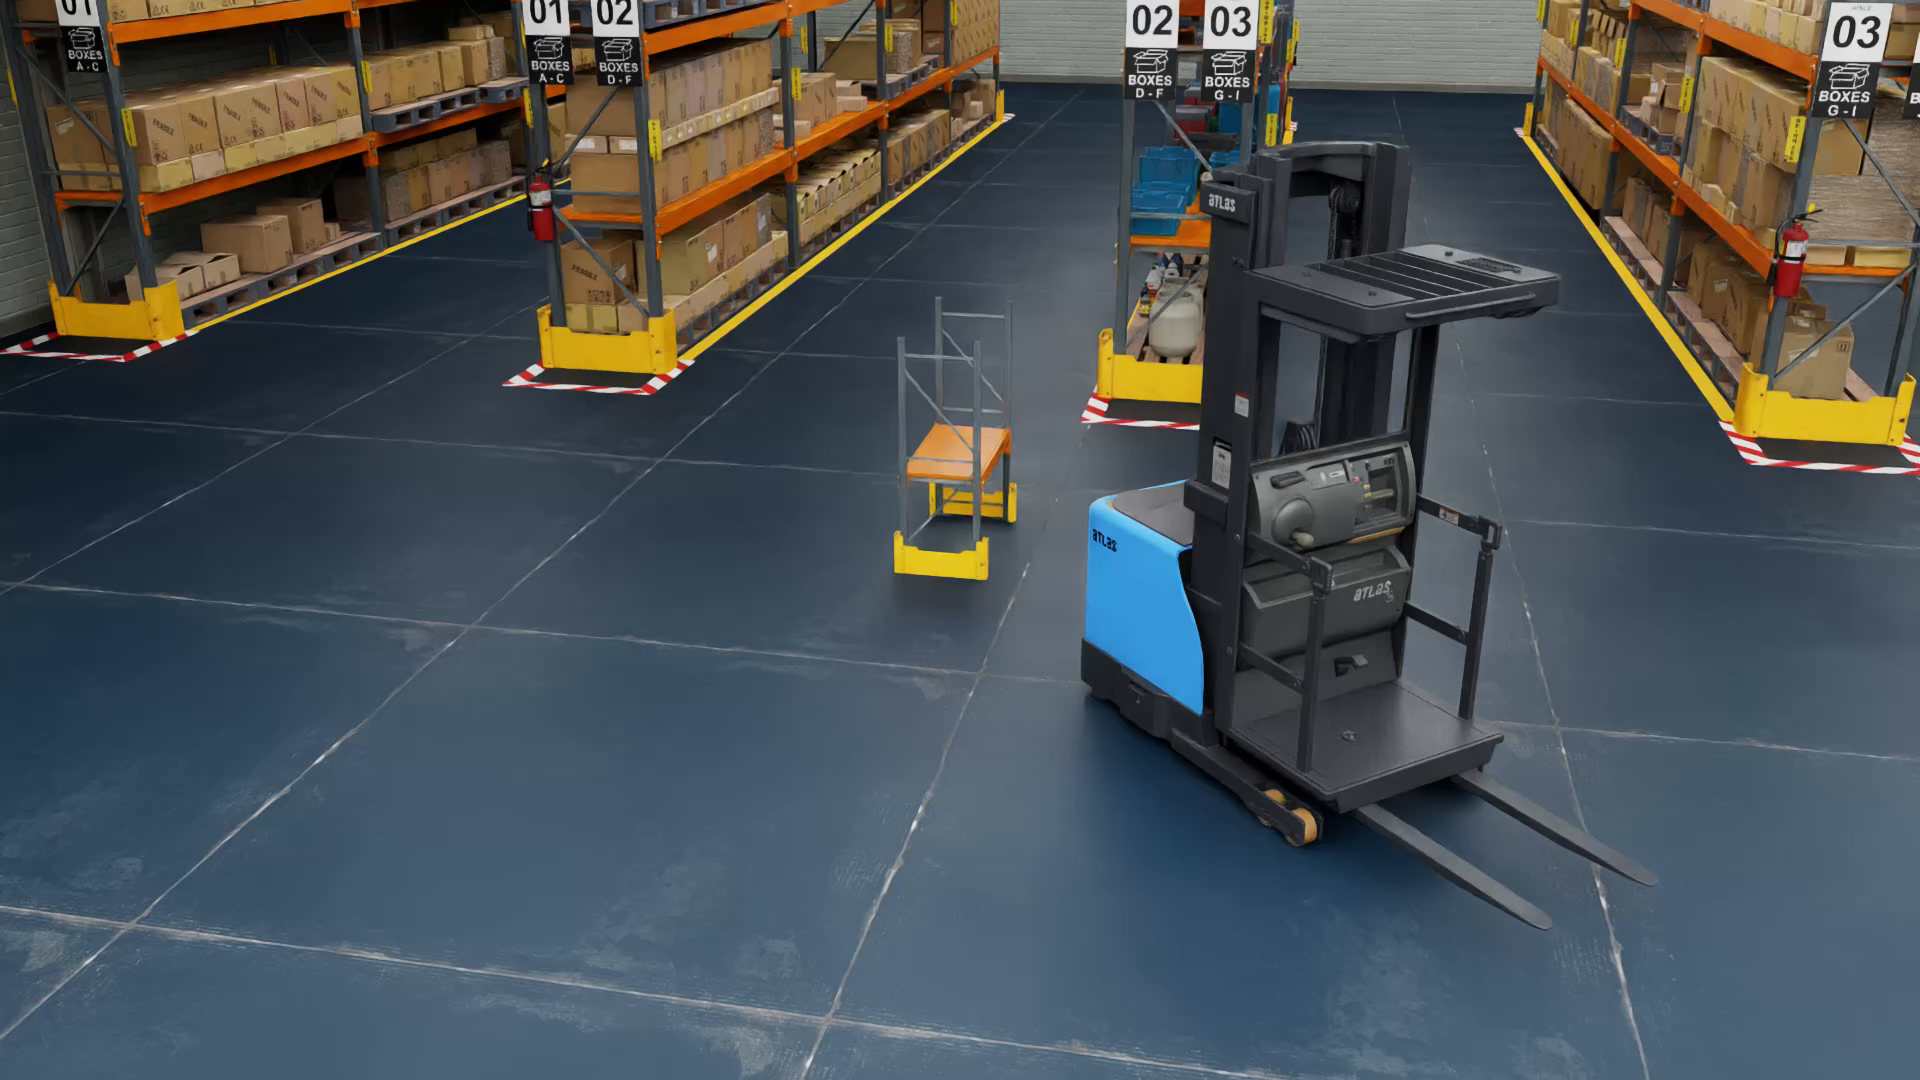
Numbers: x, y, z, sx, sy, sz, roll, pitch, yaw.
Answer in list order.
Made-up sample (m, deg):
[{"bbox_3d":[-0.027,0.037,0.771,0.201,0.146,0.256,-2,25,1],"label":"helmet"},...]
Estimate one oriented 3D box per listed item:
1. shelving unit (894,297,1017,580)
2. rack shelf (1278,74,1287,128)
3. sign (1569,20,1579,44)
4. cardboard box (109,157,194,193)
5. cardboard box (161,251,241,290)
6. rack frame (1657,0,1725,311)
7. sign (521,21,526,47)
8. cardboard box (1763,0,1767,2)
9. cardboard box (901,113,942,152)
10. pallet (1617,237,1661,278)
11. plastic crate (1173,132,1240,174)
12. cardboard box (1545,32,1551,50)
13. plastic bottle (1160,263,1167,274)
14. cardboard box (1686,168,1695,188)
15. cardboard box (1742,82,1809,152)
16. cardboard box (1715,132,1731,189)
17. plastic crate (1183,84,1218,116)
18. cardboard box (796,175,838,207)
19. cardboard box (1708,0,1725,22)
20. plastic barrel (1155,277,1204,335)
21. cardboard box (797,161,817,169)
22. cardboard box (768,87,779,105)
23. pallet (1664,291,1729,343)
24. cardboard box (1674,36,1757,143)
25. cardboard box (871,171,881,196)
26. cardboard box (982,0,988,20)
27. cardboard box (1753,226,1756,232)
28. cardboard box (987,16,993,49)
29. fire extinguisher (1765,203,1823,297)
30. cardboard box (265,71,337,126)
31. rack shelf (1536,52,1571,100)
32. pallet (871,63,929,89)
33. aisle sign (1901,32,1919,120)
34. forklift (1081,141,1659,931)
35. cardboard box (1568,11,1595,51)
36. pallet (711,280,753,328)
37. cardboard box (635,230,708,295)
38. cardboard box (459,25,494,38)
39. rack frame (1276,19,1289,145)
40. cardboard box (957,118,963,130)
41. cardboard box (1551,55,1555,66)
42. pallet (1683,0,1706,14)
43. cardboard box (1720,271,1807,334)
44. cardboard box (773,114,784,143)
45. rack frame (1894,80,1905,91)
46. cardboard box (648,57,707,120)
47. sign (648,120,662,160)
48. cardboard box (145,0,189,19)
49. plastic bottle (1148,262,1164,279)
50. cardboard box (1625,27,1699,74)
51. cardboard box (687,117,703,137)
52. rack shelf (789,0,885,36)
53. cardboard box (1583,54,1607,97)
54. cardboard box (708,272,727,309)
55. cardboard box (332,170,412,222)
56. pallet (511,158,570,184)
[{"bbox_3d":[-0.016,-0.668,10.504,0.587,1.500,1.083,4,22,11],"label":"shelving unit"},{"bbox_3d":[3.807,-5.883,22.409,1.077,0.370,4.000,4,22,11],"label":"rack shelf"},{"bbox_3d":[8.521,-7.051,23.080,0.100,0.325,0.005,4,22,11],"label":"sign"},{"bbox_3d":[-7.521,-3.409,15.476,0.500,0.250,0.500,4,22,9],"label":"cardboard box"},{"bbox_3d":[-7.586,-2.726,16.618,0.500,0.311,0.500,6,23,15],"label":"cardboard box"},{"bbox_3d":[7.432,-3.645,15.889,1.000,3.000,0.127,4,22,11],"label":"rack frame"},{"bbox_3d":[-5.766,-6.703,22.038,0.100,0.325,0.005,4,22,11],"label":"sign"},{"bbox_3d":[6.815,-4.480,13.613,0.380,0.149,0.250,5,22,12],"label":"cardboard box"},{"bbox_3d":[-0.562,-5.989,24.467,0.500,0.500,0.500,5,22,11],"label":"cardboard box"},{"bbox_3d":[7.836,-3.084,18.228,1.003,0.211,1.213,4,22,11],"label":"pallet"},{"bbox_3d":[2.352,-3.812,16.386,0.767,0.338,0.504,4,22,11],"label":"plastic crate"},{"bbox_3d":[9.419,-7.756,25.900,0.500,0.250,0.500,4,22,10],"label":"cardboard box"},{"bbox_3d":[1.980,-2.572,16.287,0.097,0.271,0.097,0,22,0],"label":"plastic bottle"},{"bbox_3d":[7.030,-3.382,15.573,0.380,0.149,0.250,4,22,11],"label":"cardboard box"},{"bbox_3d":[6.687,-3.416,13.450,0.500,0.500,0.500,4,22,11],"label":"cardboard box"},{"bbox_3d":[7.140,-3.299,14.497,0.875,0.500,0.500,4,22,11],"label":"cardboard box"},{"bbox_3d":[2.770,-4.947,19.037,0.402,0.464,0.583,4,22,11],"label":"plastic crate"},{"bbox_3d":[-1.725,-4.085,19.349,0.500,0.311,0.500,4,22,9],"label":"cardboard box"},{"bbox_3d":[7.089,-4.822,14.996,0.500,0.250,0.500,4,22,9],"label":"cardboard box"},{"bbox_3d":[1.929,-2.030,14.647,0.421,0.512,0.421,0,22,0],"label":"plastic barrel"},{"bbox_3d":[-2.049,-4.496,20.369,0.500,0.311,0.500,4,22,9],"label":"cardboard box"},{"bbox_3d":[-2.111,-4.633,17.340,0.380,0.149,0.250,4,22,11],"label":"cardboard box"},{"bbox_3d":[7.329,-2.103,15.793,1.003,0.211,1.213,4,22,11],"label":"pallet"},{"bbox_3d":[7.731,-4.398,16.393,1.000,1.000,1.000,5,22,11],"label":"cardboard box"},{"bbox_3d":[-1.318,-4.573,21.311,0.500,0.250,0.500,5,22,12],"label":"cardboard box"},{"bbox_3d":[0.158,-8.742,27.072,0.500,0.500,0.500,5,22,12],"label":"cardboard box"},{"bbox_3d":[6.682,-2.551,13.508,0.380,0.149,0.250,4,22,11],"label":"cardboard box"},{"bbox_3d":[0.256,-8.462,27.715,0.500,0.500,0.500,5,22,11],"label":"cardboard box"},{"bbox_3d":[6.141,-2.139,12.254,0.296,0.674,0.183,4,22,11],"label":"fire extinguisher"},{"bbox_3d":[-7.006,-4.686,17.643,0.500,0.500,0.500,4,22,11],"label":"cardboard box"},{"bbox_3d":[9.472,-6.968,25.104,1.077,0.370,4.000,4,22,11],"label":"rack shelf"},{"bbox_3d":[-1.057,-6.487,23.202,1.003,0.211,1.213,4,22,11],"label":"pallet"},{"bbox_3d":[6.897,-3.342,11.658,0.394,0.787,0.004,4,22,11],"label":"aisle sign"},{"bbox_3d":[1.814,-0.185,7.389,1.130,2.935,3.031,-12,25,-28],"label":"forklift"},{"bbox_3d":[8.896,-7.175,23.454,0.500,0.500,0.500,5,22,12],"label":"cardboard box"},{"bbox_3d":[-2.715,-2.373,16.463,1.003,0.211,1.213,4,22,11],"label":"pallet"},{"bbox_3d":[-2.654,-2.568,15.329,0.500,0.500,0.500,4,22,11],"label":"cardboard box"},{"bbox_3d":[-6.340,-6.663,21.793,0.380,0.149,0.250,2,22,4],"label":"cardboard box"},{"bbox_3d":[4.215,-6.948,24.091,1.000,3.000,0.127,4,22,11],"label":"rack frame"},{"bbox_3d":[-0.169,-6.671,26.606,0.380,0.166,0.250,4,22,11],"label":"cardboard box"},{"bbox_3d":[9.172,-7.250,25.176,0.380,0.149,0.250,4,22,10],"label":"cardboard box"},{"bbox_3d":[7.662,-5.167,15.904,1.213,0.211,1.003,4,22,11],"label":"pallet"},{"bbox_3d":[7.152,-2.094,14.821,0.500,0.500,0.500,2,22,6],"label":"cardboard box"},{"bbox_3d":[-2.208,-4.515,18.250,0.500,0.250,0.500,6,23,14],"label":"cardboard box"},{"bbox_3d":[14.715,-7.618,25.755,1.000,3.000,0.127,4,22,11],"label":"rack frame"},{"bbox_3d":[-2.759,-4.153,15.280,0.700,0.500,0.500,5,22,11],"label":"cardboard box"},{"bbox_3d":[-2.539,-3.332,13.848,0.100,0.325,0.005,4,22,11],"label":"sign"},{"bbox_3d":[-7.474,-5.059,15.223,0.500,0.500,0.500,6,23,14],"label":"cardboard box"},{"bbox_3d":[1.887,-2.510,16.027,0.144,0.351,0.185,4,22,10],"label":"plastic bottle"},{"bbox_3d":[8.413,-5.886,19.976,0.797,0.503,0.637,5,23,13],"label":"cardboard box"},{"bbox_3d":[-2.582,-3.791,15.248,0.380,0.149,0.250,4,22,9],"label":"cardboard box"},{"bbox_3d":[-1.857,-6.191,19.157,1.077,0.370,4.000,4,22,11],"label":"rack shelf"},{"bbox_3d":[8.521,-6.101,21.853,0.500,0.500,0.500,4,22,10],"label":"cardboard box"},{"bbox_3d":[-2.553,-2.403,15.924,0.500,0.250,0.500,4,22,11],"label":"cardboard box"},{"bbox_3d":[-6.982,-4.093,19.758,0.700,0.500,0.500,5,23,13],"label":"cardboard box"},{"bbox_3d":[-6.065,-5.230,23.556,1.003,0.211,1.213,4,22,11],"label":"pallet"}]
